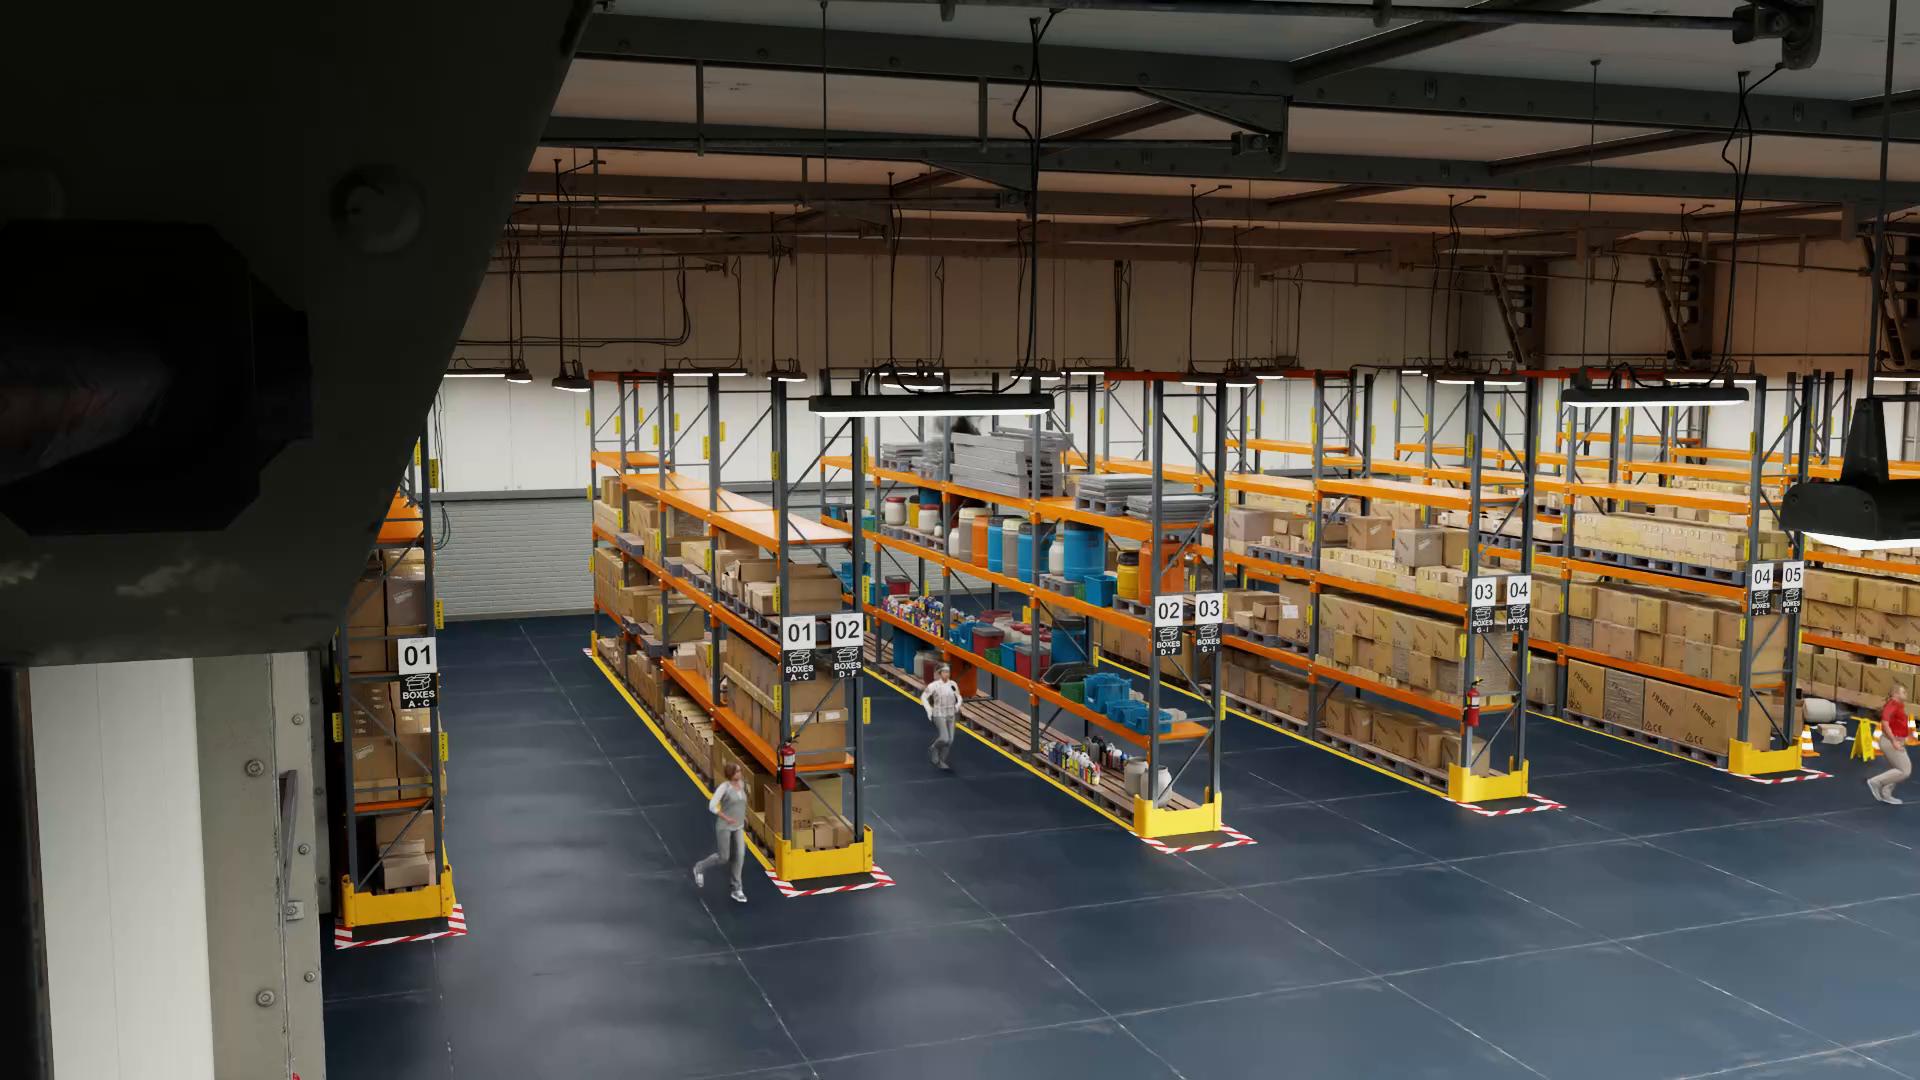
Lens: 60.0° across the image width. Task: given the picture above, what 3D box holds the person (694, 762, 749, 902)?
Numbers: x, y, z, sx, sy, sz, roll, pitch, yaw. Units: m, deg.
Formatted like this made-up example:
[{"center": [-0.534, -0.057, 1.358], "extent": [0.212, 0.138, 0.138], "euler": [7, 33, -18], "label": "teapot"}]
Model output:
[{"center": [-2.685, 3.389, 19.517], "extent": [0.830, 1.533, 0.601], "euler": [5, 8, 38], "label": "person"}]

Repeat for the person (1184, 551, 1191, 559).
[{"center": [5.402, 0.966, 41.066], "extent": [0.544, 1.643, 0.753], "euler": [-2, 7, -21], "label": "person"}]

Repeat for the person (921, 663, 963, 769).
[{"center": [-0.219, 2.686, 25.310], "extent": [0.612, 1.650, 0.551], "euler": [-3, 7, -26], "label": "person"}]

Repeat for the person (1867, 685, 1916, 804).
[{"center": [13.162, 2.880, 23.480], "extent": [0.597, 1.697, 0.678], "euler": [3, 7, 24], "label": "person"}]
